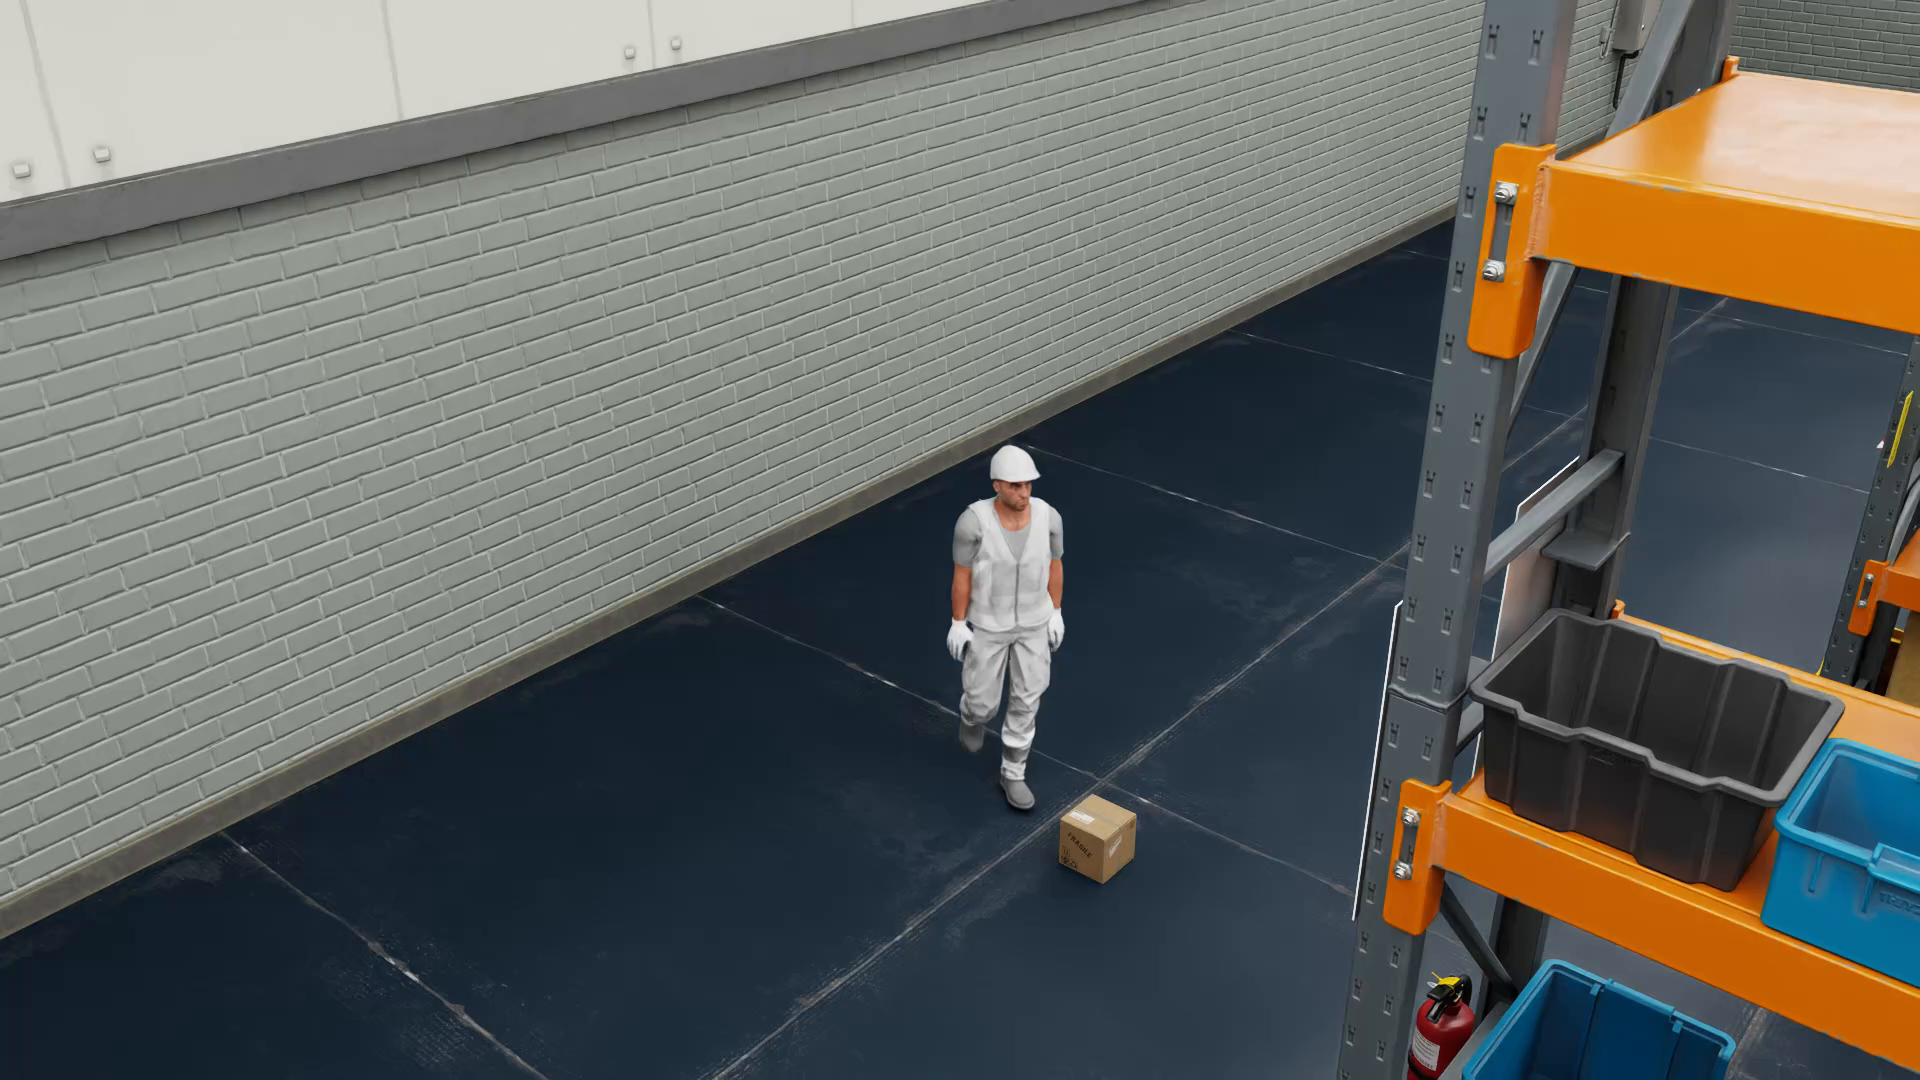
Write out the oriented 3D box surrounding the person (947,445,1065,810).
[{"bbox_3d":[0.218,0.381,7.818,0.580,1.779,0.645,-6,28,-12],"label":"person"}]
